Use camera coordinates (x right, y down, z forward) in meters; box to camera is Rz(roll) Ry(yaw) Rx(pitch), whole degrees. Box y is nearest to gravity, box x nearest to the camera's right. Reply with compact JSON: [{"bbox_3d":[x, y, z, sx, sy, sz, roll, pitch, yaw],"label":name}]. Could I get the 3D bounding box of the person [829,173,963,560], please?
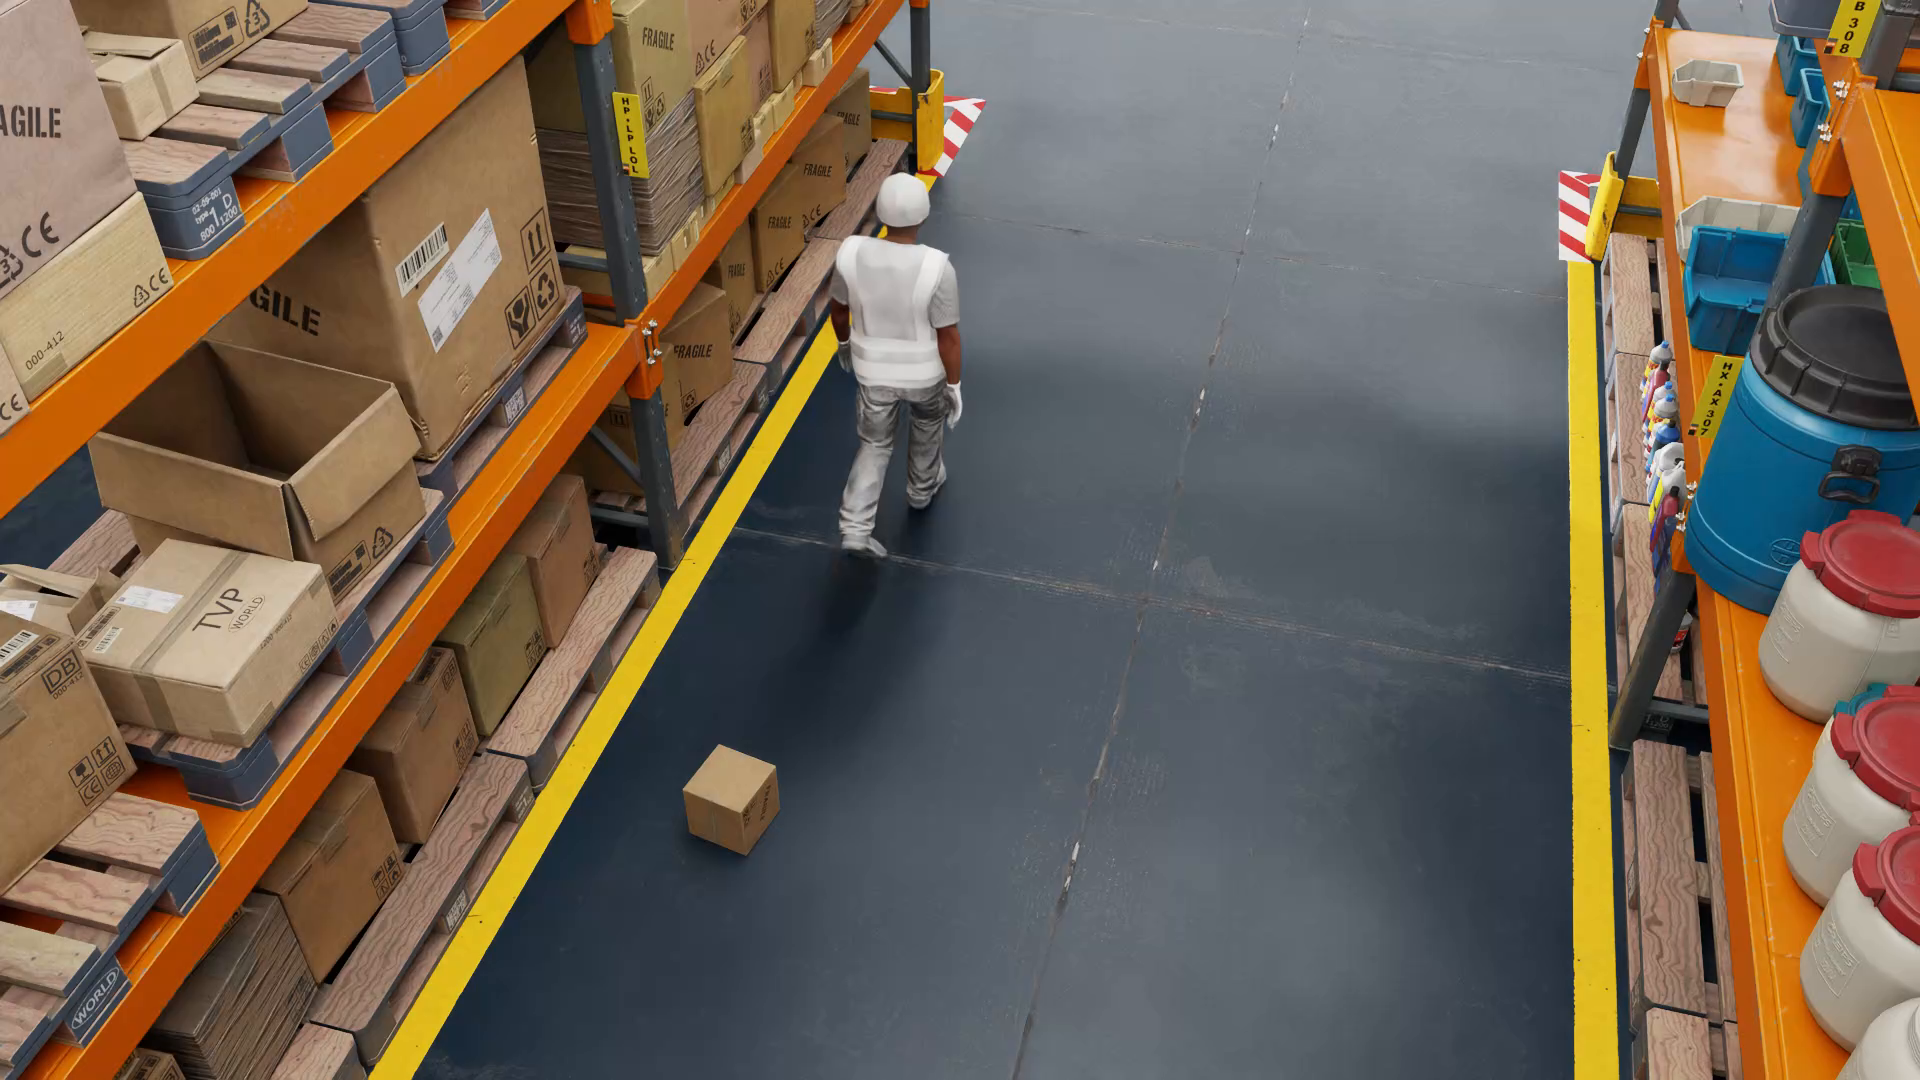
[{"bbox_3d":[-0.272,-0.701,6.964,0.602,1.746,0.931,8,41,9],"label":"person"}]
